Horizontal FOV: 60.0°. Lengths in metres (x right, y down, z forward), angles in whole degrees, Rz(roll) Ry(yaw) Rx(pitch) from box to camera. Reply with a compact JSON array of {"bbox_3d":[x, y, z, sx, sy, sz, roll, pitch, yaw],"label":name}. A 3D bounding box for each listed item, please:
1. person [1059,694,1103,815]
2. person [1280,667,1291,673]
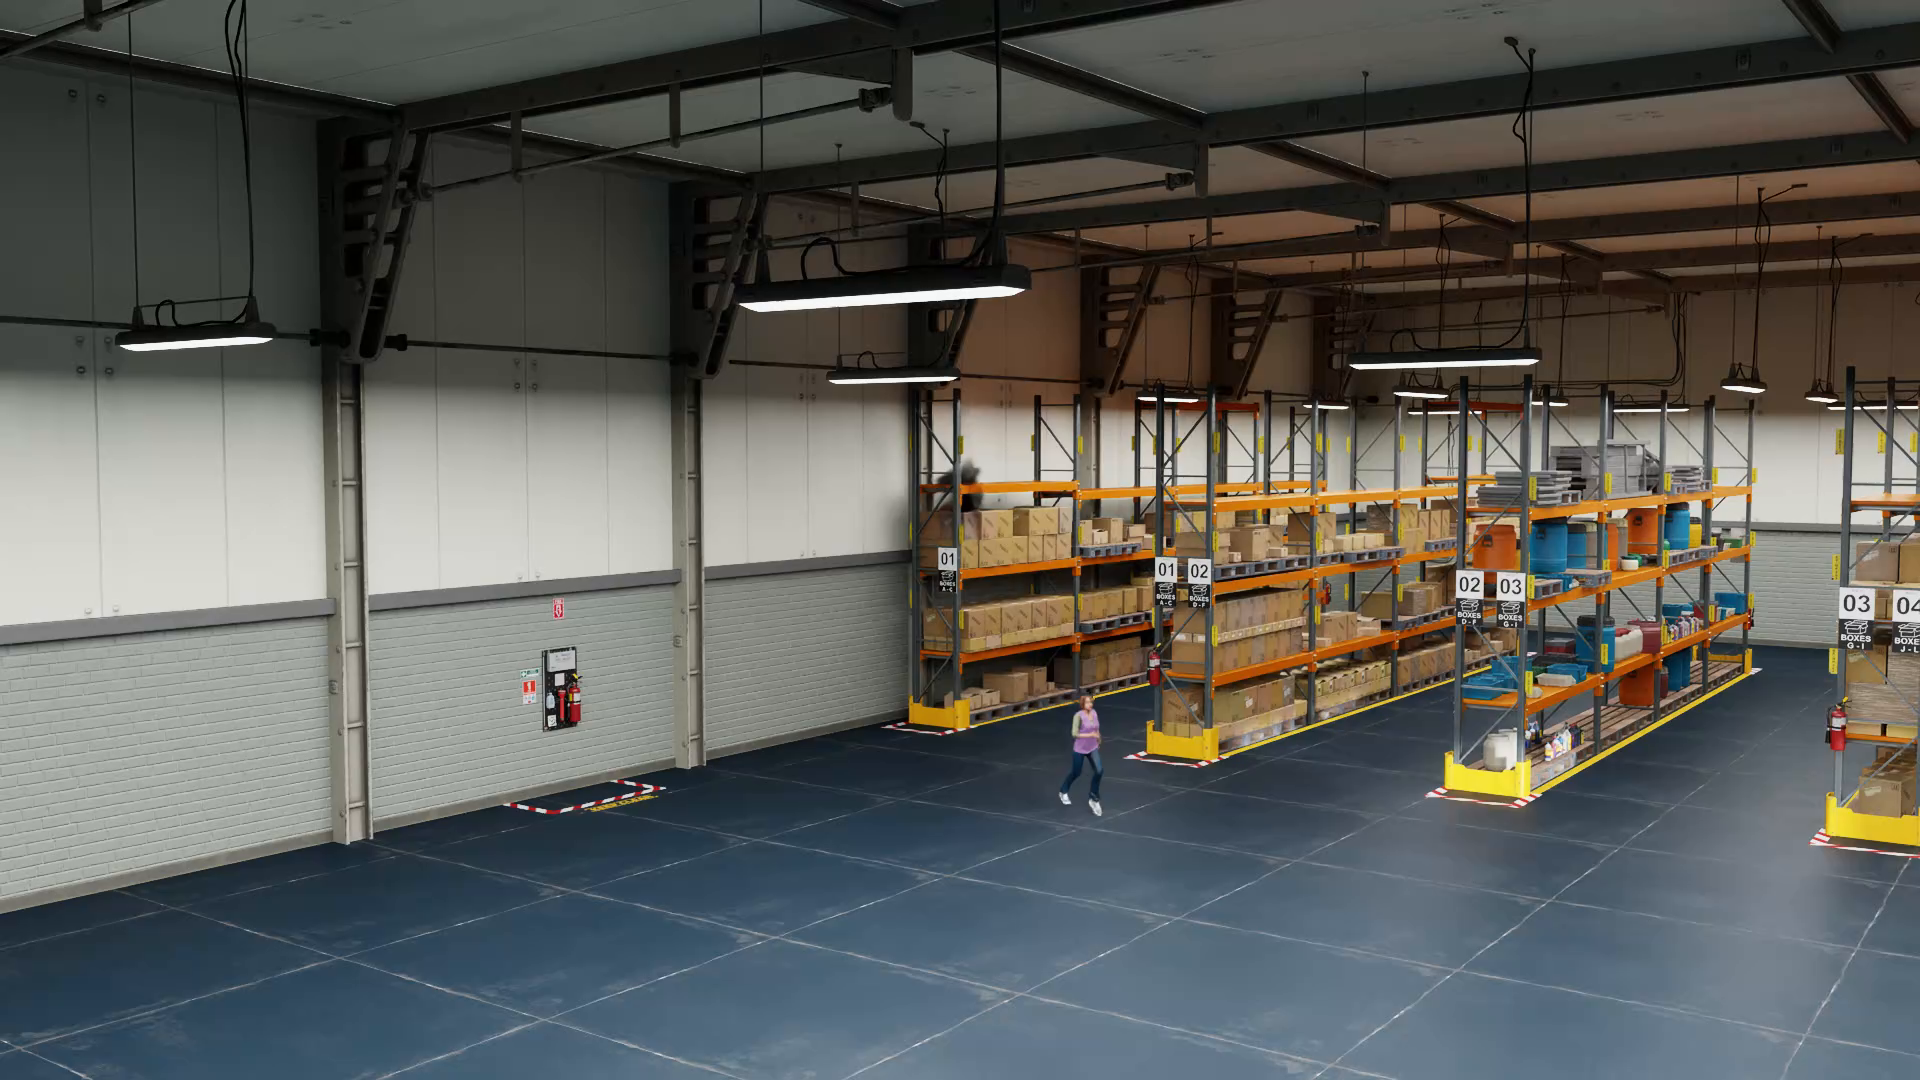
[{"bbox_3d":[1.701,2.907,22.752,0.548,1.631,0.844,-2,4,-29],"label":"person"},{"bbox_3d":[6.503,2.250,33.332,0.647,1.684,0.602,2,4,28],"label":"person"}]
